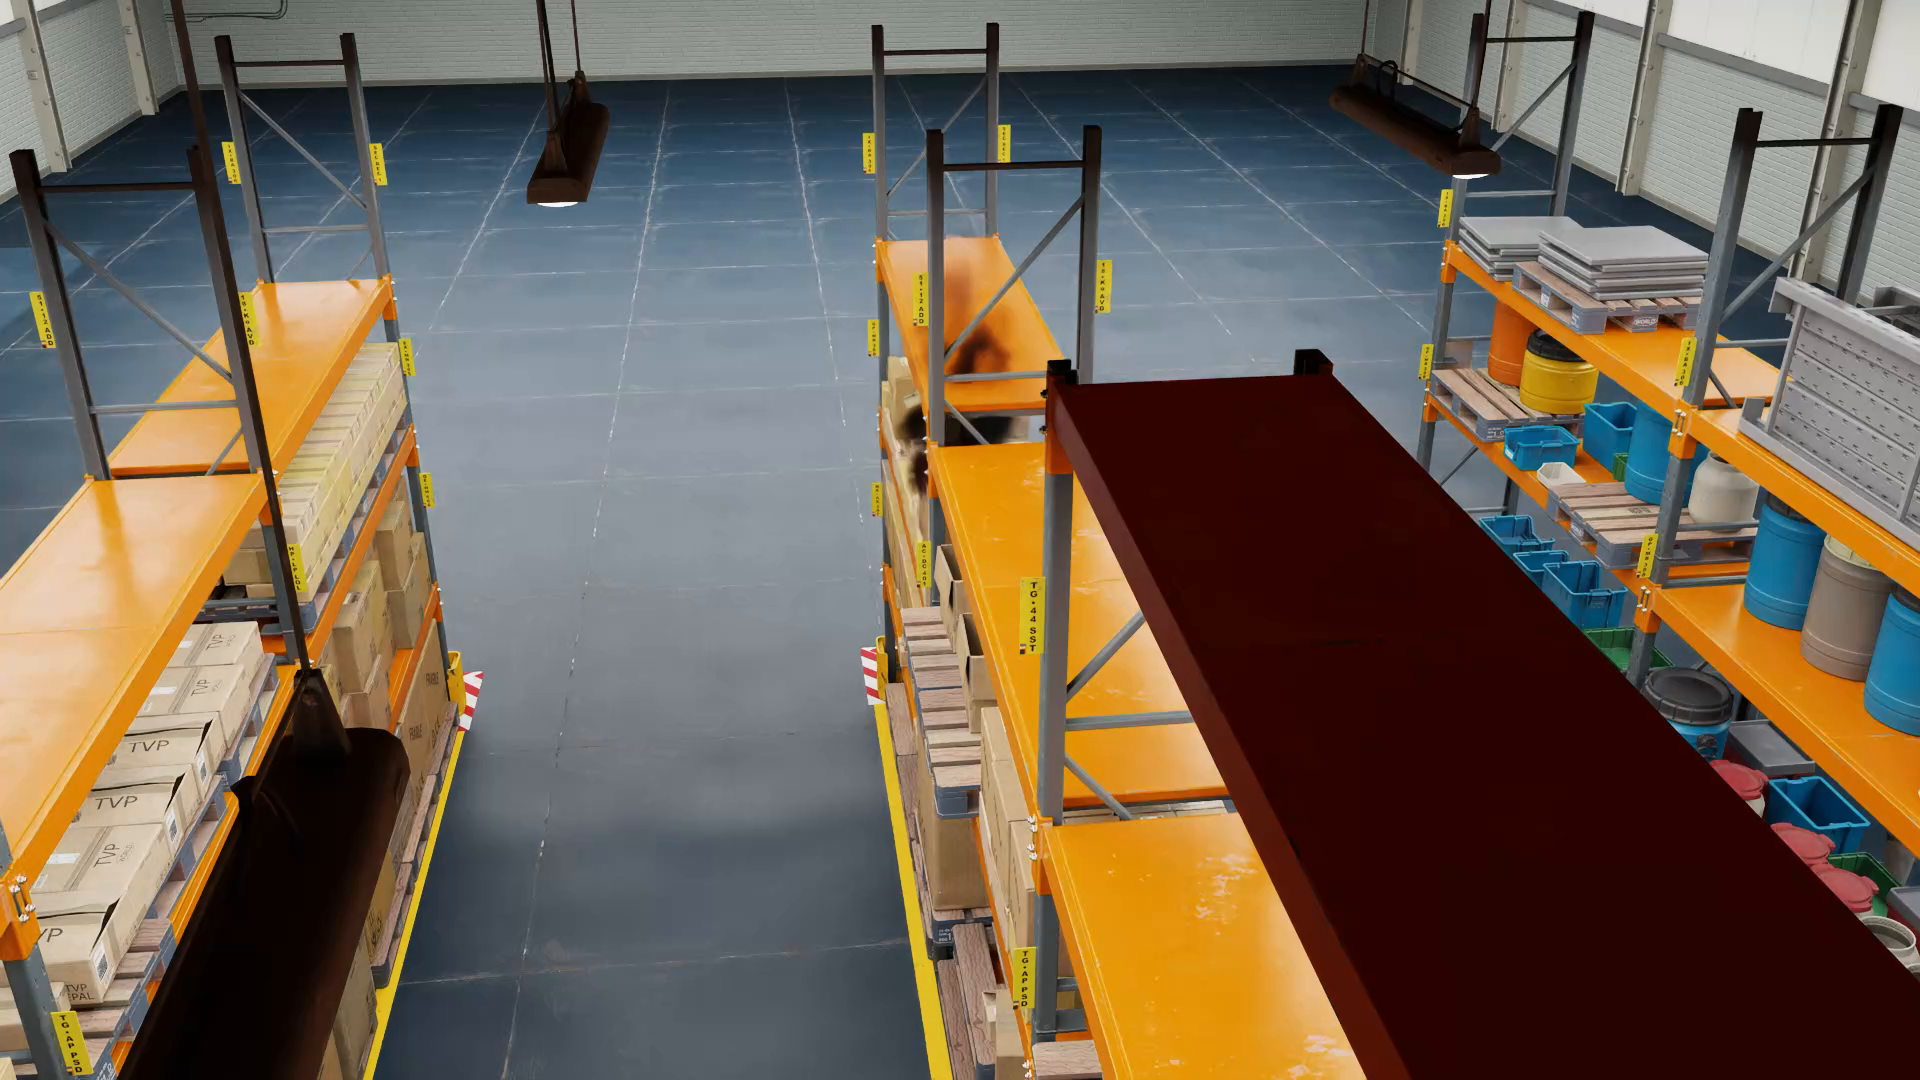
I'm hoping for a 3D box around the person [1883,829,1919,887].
[{"bbox_3d":[6.842,2.169,11.942,0.611,1.682,0.940,-6,26,-13],"label":"person"}]
